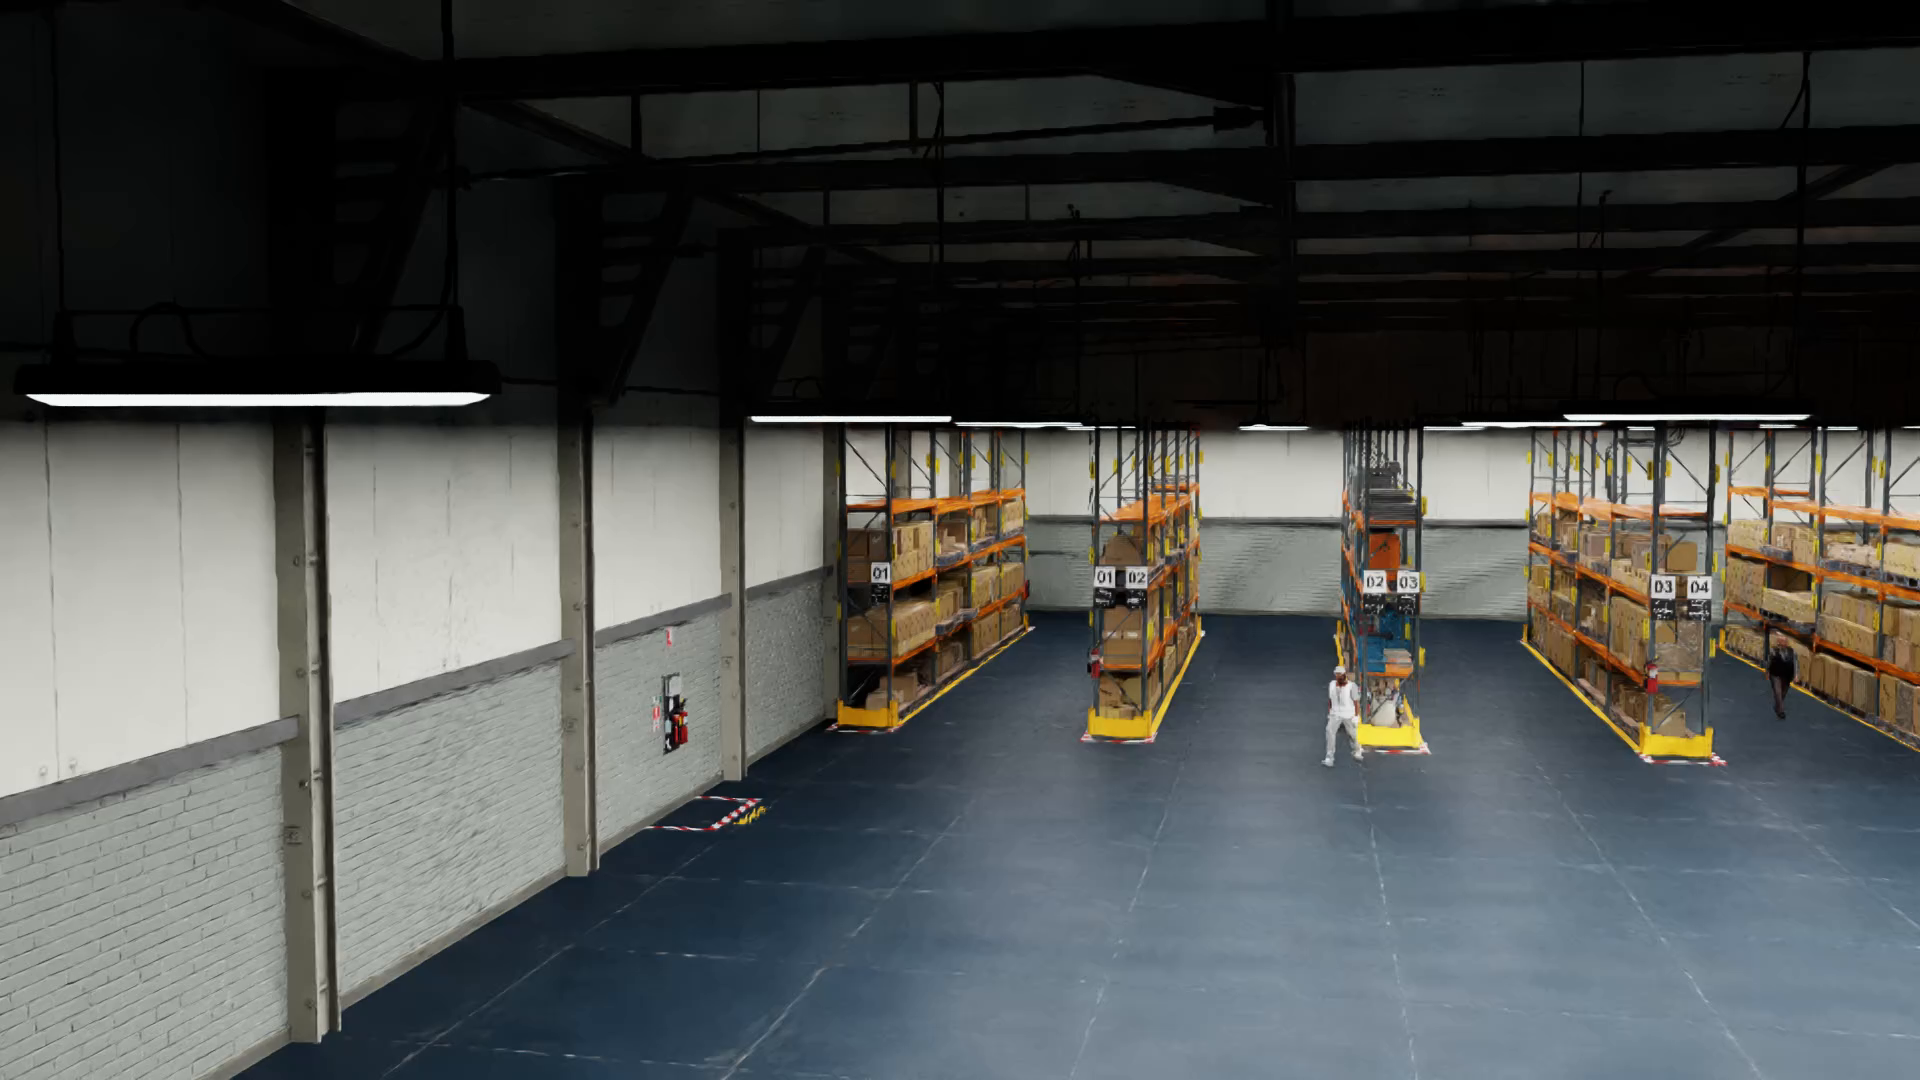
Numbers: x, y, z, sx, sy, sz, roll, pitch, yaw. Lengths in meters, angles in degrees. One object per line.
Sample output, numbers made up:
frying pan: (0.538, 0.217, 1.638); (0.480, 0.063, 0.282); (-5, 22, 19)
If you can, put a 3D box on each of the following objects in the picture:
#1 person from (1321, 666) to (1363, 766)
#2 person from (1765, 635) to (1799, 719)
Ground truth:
person: (6.595, 3.007, 28.623); (0.602, 1.732, 0.984); (2, 4, 32)
person: (16.489, 2.727, 33.313); (0.555, 1.673, 1.029); (1, 4, 11)
